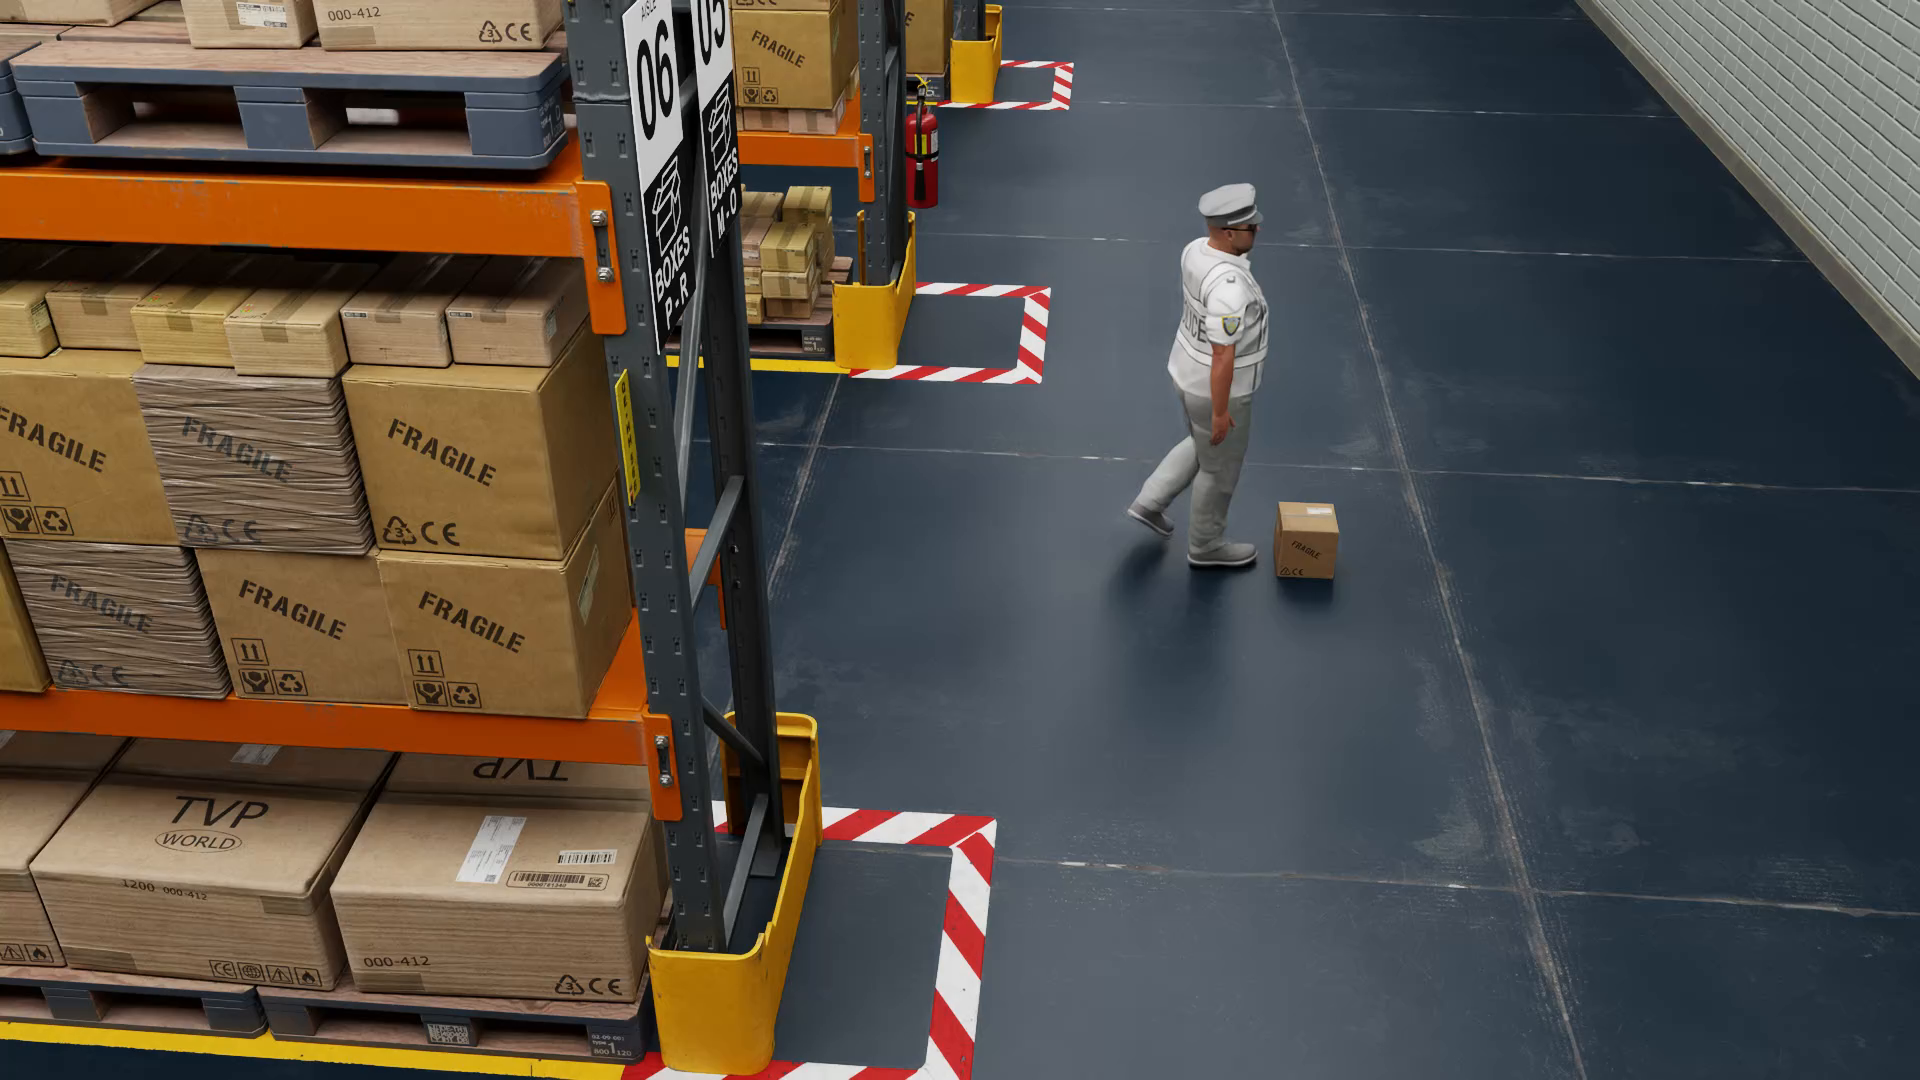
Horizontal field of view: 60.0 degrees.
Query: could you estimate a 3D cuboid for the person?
[{"bbox_3d":[1.063,-0.684,7.195,0.584,1.767,0.561,-6,32,-9],"label":"person"}]
